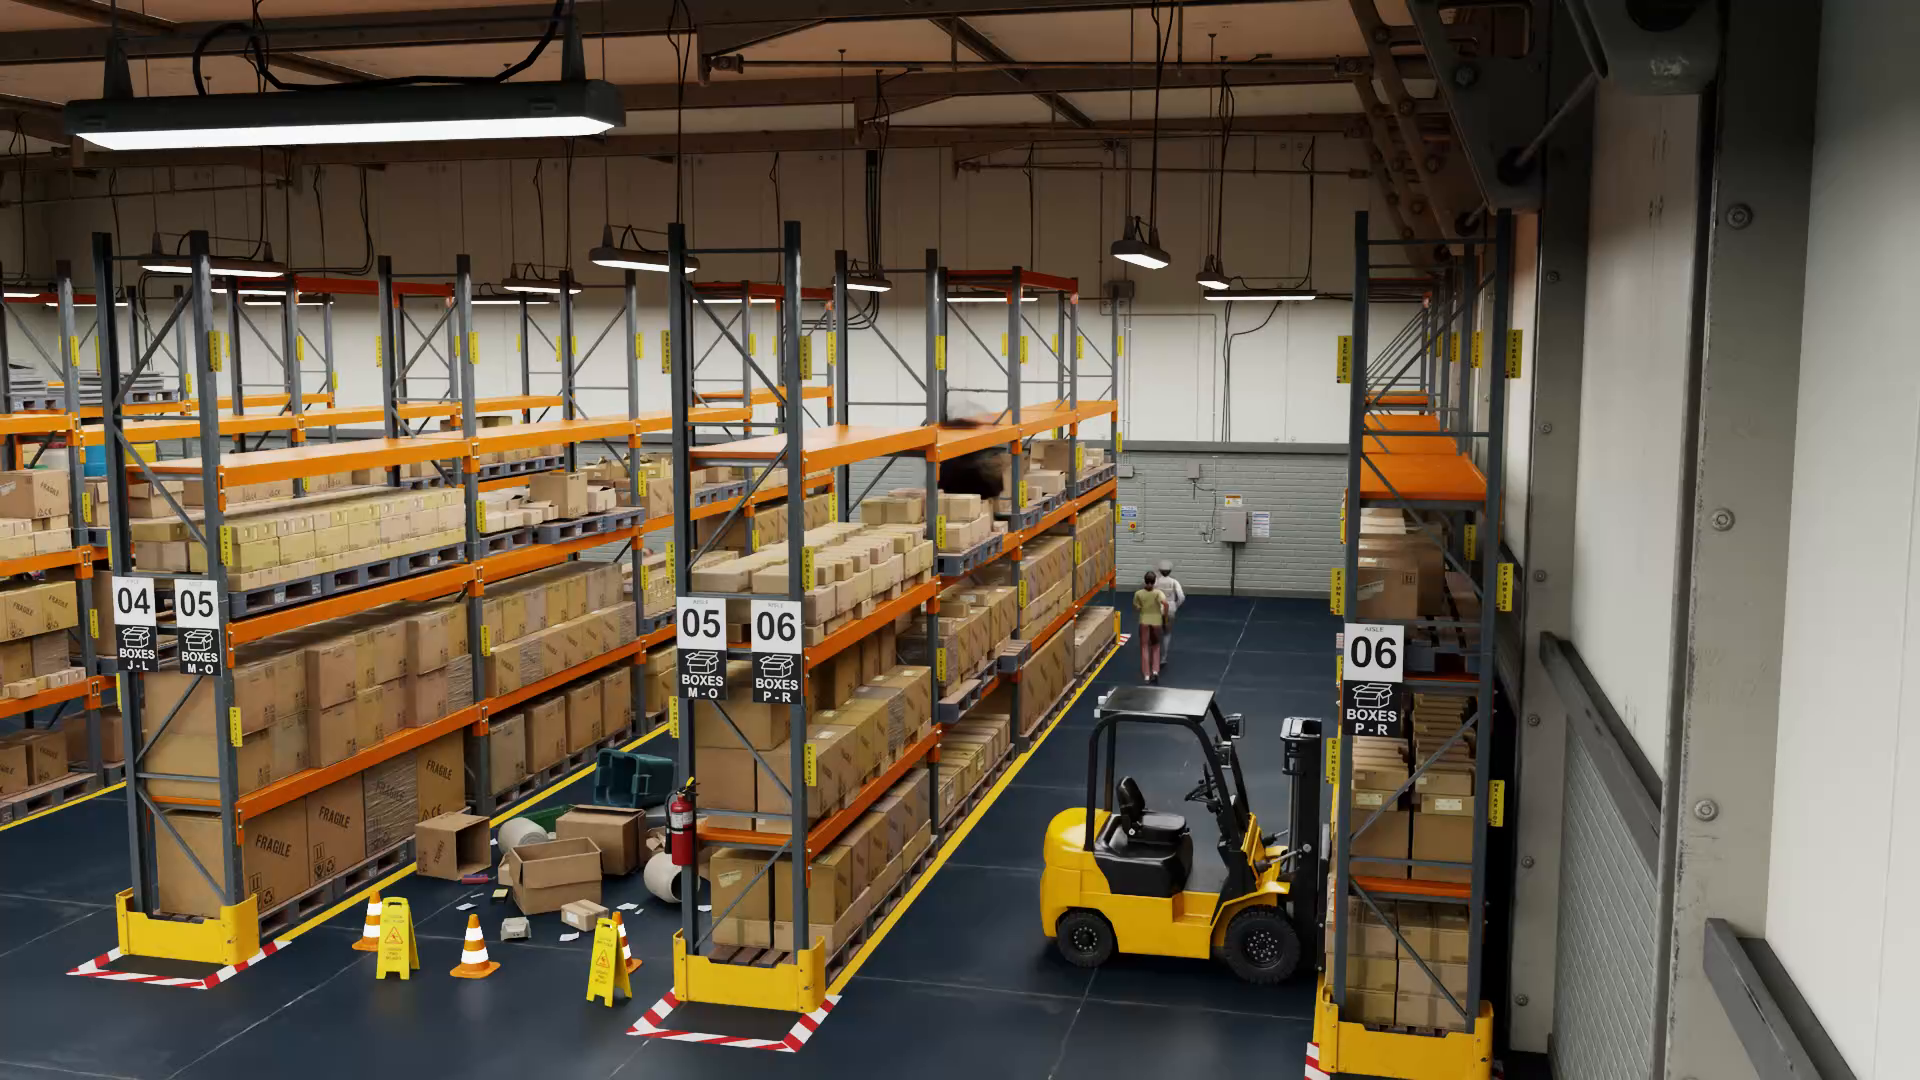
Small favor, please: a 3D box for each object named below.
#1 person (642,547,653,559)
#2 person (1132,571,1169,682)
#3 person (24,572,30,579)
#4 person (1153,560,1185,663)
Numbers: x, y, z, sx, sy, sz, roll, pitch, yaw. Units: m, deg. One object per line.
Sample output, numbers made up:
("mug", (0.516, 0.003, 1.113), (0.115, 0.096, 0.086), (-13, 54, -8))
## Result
("person", (-5.048, 0.990, 27.315), (0.670, 1.770, 0.962), (3, 7, 21))
("person", (2.831, 1.322, 24.756), (0.544, 1.725, 0.737), (1, 7, 5))
("person", (-16.012, 0.889, 28.267), (0.580, 1.710, 0.838), (0, 7, 3))
("person", (3.239, 1.148, 26.279), (0.626, 1.666, 0.550), (1, 7, 11))
